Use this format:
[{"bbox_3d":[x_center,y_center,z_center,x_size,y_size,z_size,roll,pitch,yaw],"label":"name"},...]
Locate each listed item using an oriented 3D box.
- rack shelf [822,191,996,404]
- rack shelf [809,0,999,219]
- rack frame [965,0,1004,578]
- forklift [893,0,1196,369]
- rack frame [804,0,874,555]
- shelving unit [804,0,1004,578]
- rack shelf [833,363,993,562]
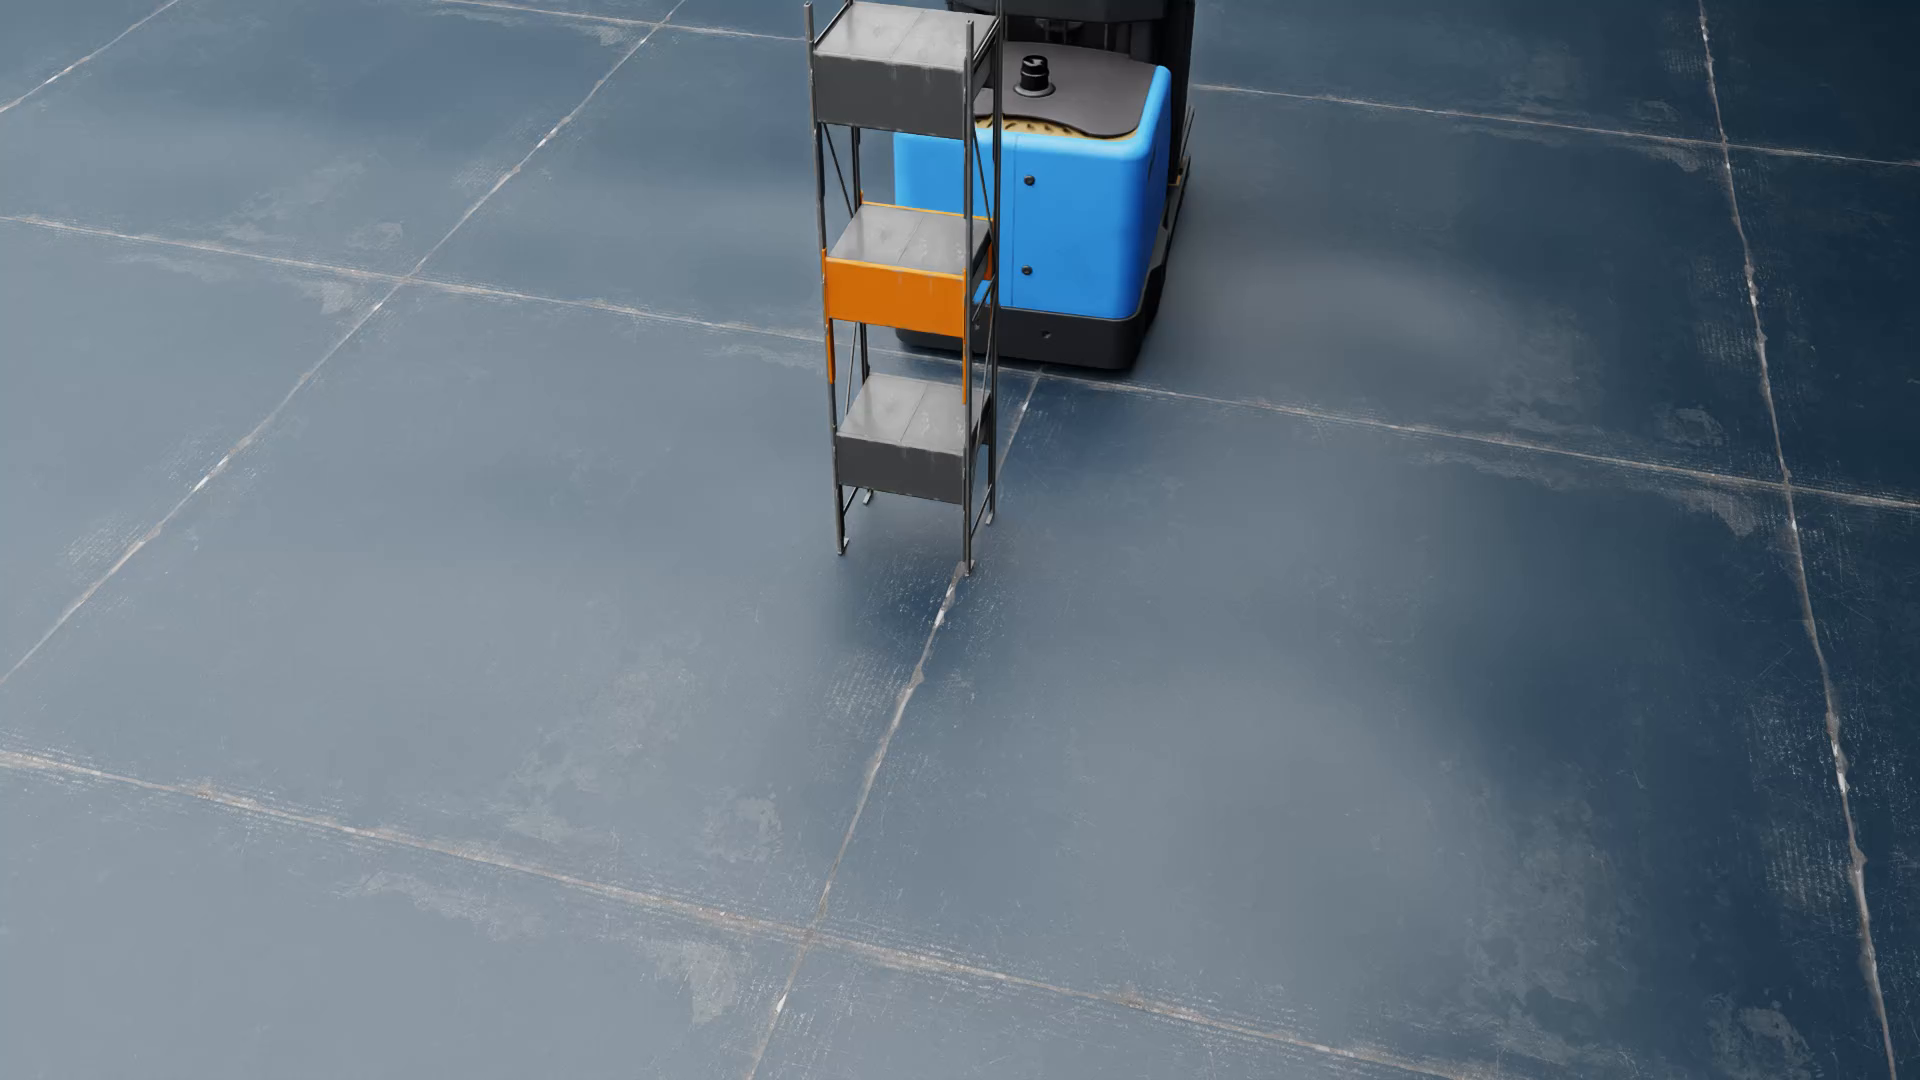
[{"bbox_3d":[-0.160,-0.821,5.616,0.480,0.518,0.431,10,41,11],"label":"rack shelf"},{"bbox_3d":[-0.160,-1.357,5.166,0.480,0.518,0.431,10,41,11],"label":"rack shelf"},{"bbox_3d":[0.076,-0.791,5.559,0.015,2.100,0.400,10,41,11],"label":"rack frame"},{"bbox_3d":[0.539,-2.795,7.299,1.130,2.935,3.031,8,41,9],"label":"forklift"},{"bbox_3d":[-0.396,-0.872,5.656,0.015,2.100,0.400,10,41,11],"label":"rack frame"},{"bbox_3d":[-0.160,-0.832,5.607,0.503,2.100,0.431,10,41,11],"label":"shelving unit"},{"bbox_3d":[-0.160,-0.285,6.066,0.480,0.518,0.431,10,41,11],"label":"rack shelf"}]
